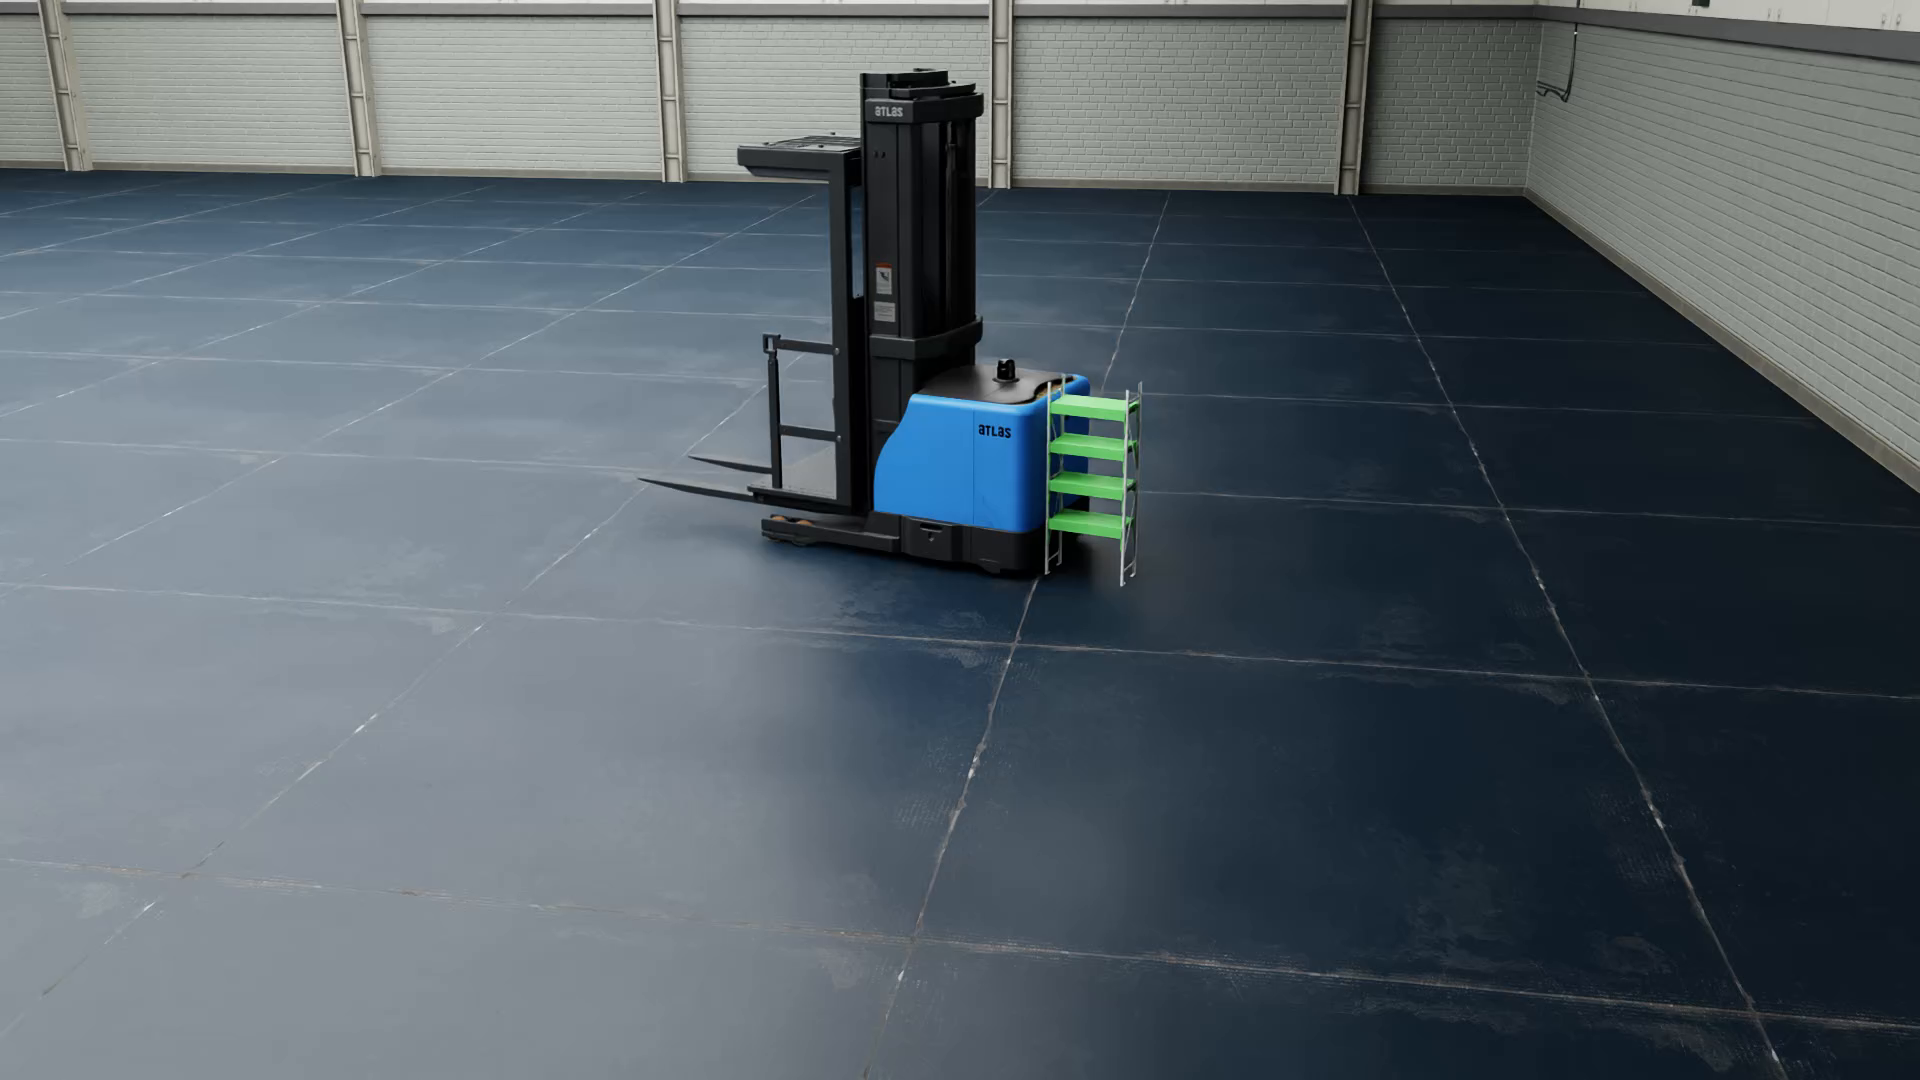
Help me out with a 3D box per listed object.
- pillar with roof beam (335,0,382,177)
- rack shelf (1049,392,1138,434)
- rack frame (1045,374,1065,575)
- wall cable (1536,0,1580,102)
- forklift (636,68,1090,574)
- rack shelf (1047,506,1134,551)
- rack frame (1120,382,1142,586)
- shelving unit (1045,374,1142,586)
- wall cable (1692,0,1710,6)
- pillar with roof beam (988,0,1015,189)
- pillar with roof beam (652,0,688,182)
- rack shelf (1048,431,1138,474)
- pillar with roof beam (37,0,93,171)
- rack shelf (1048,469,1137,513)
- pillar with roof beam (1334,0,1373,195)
[{"bbox_3d":[-11.813,-9.782,25.857,0.400,9.000,9.100,3,19,9],"label":"pillar with roof beam"},{"bbox_3d":[0.796,-0.754,9.852,0.480,0.148,0.258,8,20,24],"label":"rack shelf"},{"bbox_3d":[0.575,-0.391,10.081,0.015,1.200,0.240,8,20,24],"label":"rack frame"},{"bbox_3d":[9.341,-8.190,25.991,0.112,2.526,3.097,3,19,9],"label":"wall cable"},{"bbox_3d":[-0.715,-1.488,10.632,3.031,2.935,1.130,9,20,25],"label":"forklift"},{"bbox_3d":[0.797,-0.071,10.080,0.480,0.148,0.258,8,20,24],"label":"rack shelf"},{"bbox_3d":[1.018,-0.327,9.886,0.015,1.200,0.240,8,20,24],"label":"rack frame"},{"bbox_3d":[0.797,-0.359,9.983,0.503,1.200,0.258,8,20,24],"label":"shelving unit"},{"bbox_3d":[7.819,-8.302,16.073,0.169,6.003,2.305,3,19,9],"label":"wall cable"},{"bbox_3d":[0.035,-9.178,24.052,0.400,9.000,9.100,3,19,9],"label":"pillar with roof beam"},{"bbox_3d":[-5.889,-9.480,24.954,0.400,9.000,9.100,3,19,9],"label":"pillar with roof beam"},{"bbox_3d":[0.796,-0.526,9.928,0.480,0.148,0.258,8,20,24],"label":"rack shelf"},{"bbox_3d":[-17.737,-10.084,26.759,0.400,9.000,9.100,3,19,9],"label":"pillar with roof beam"},{"bbox_3d":[0.797,-0.298,10.004,0.480,0.148,0.258,8,20,24],"label":"rack shelf"},{"bbox_3d":[5.959,-8.876,23.149,0.400,9.000,9.100,3,19,9],"label":"pillar with roof beam"}]
